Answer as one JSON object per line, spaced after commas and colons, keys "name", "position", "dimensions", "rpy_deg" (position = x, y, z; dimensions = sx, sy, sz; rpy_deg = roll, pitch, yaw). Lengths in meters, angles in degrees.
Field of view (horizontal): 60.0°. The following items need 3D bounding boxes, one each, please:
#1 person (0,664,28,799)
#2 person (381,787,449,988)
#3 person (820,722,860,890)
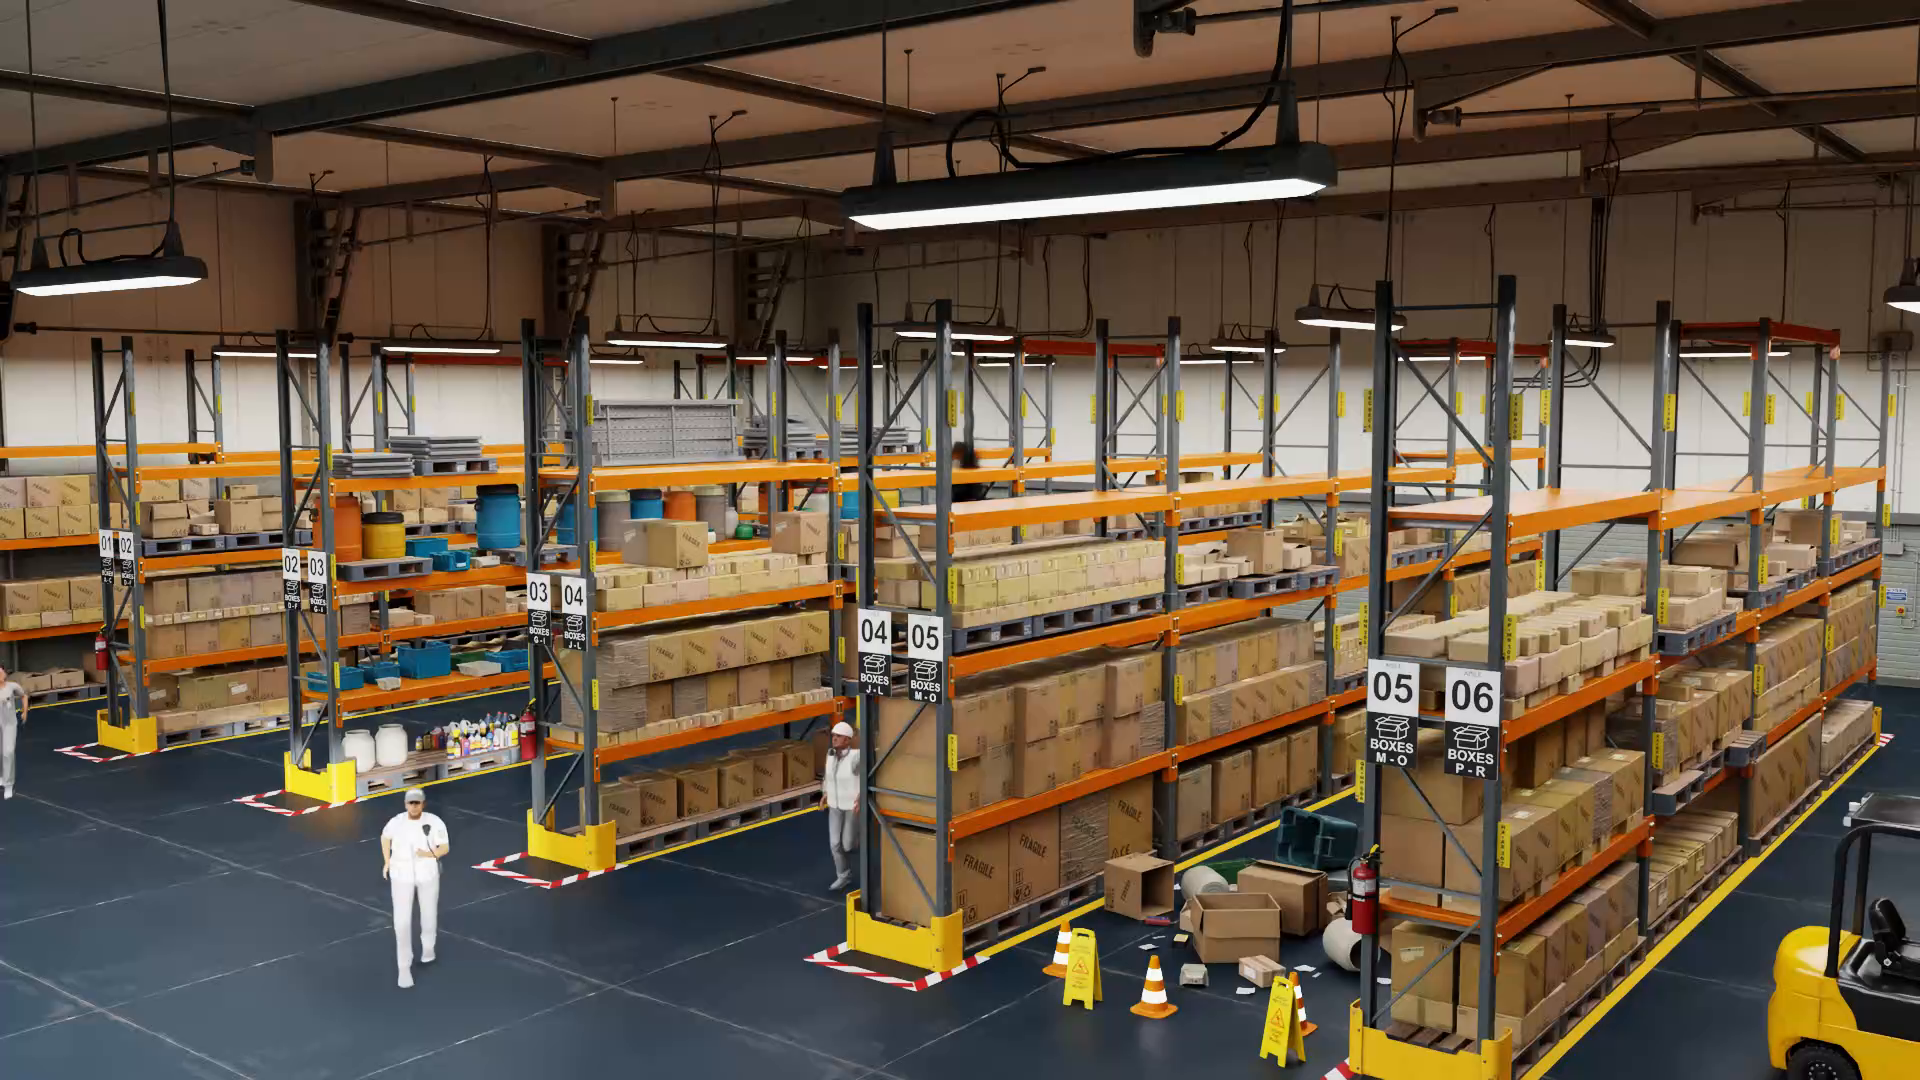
{"name": "person", "position": [-12.446, 2.451, 21.623], "dimensions": [0.579, 1.714, 0.830], "rpy_deg": [-2, 6, -26]}
{"name": "person", "position": [-4.851, 3.051, 14.822], "dimensions": [0.573, 1.729, 0.764], "rpy_deg": [-2, 5, -18]}
{"name": "person", "position": [-1.141, 2.782, 17.530], "dimensions": [0.574, 1.756, 0.624], "rpy_deg": [3, 6, 31]}
